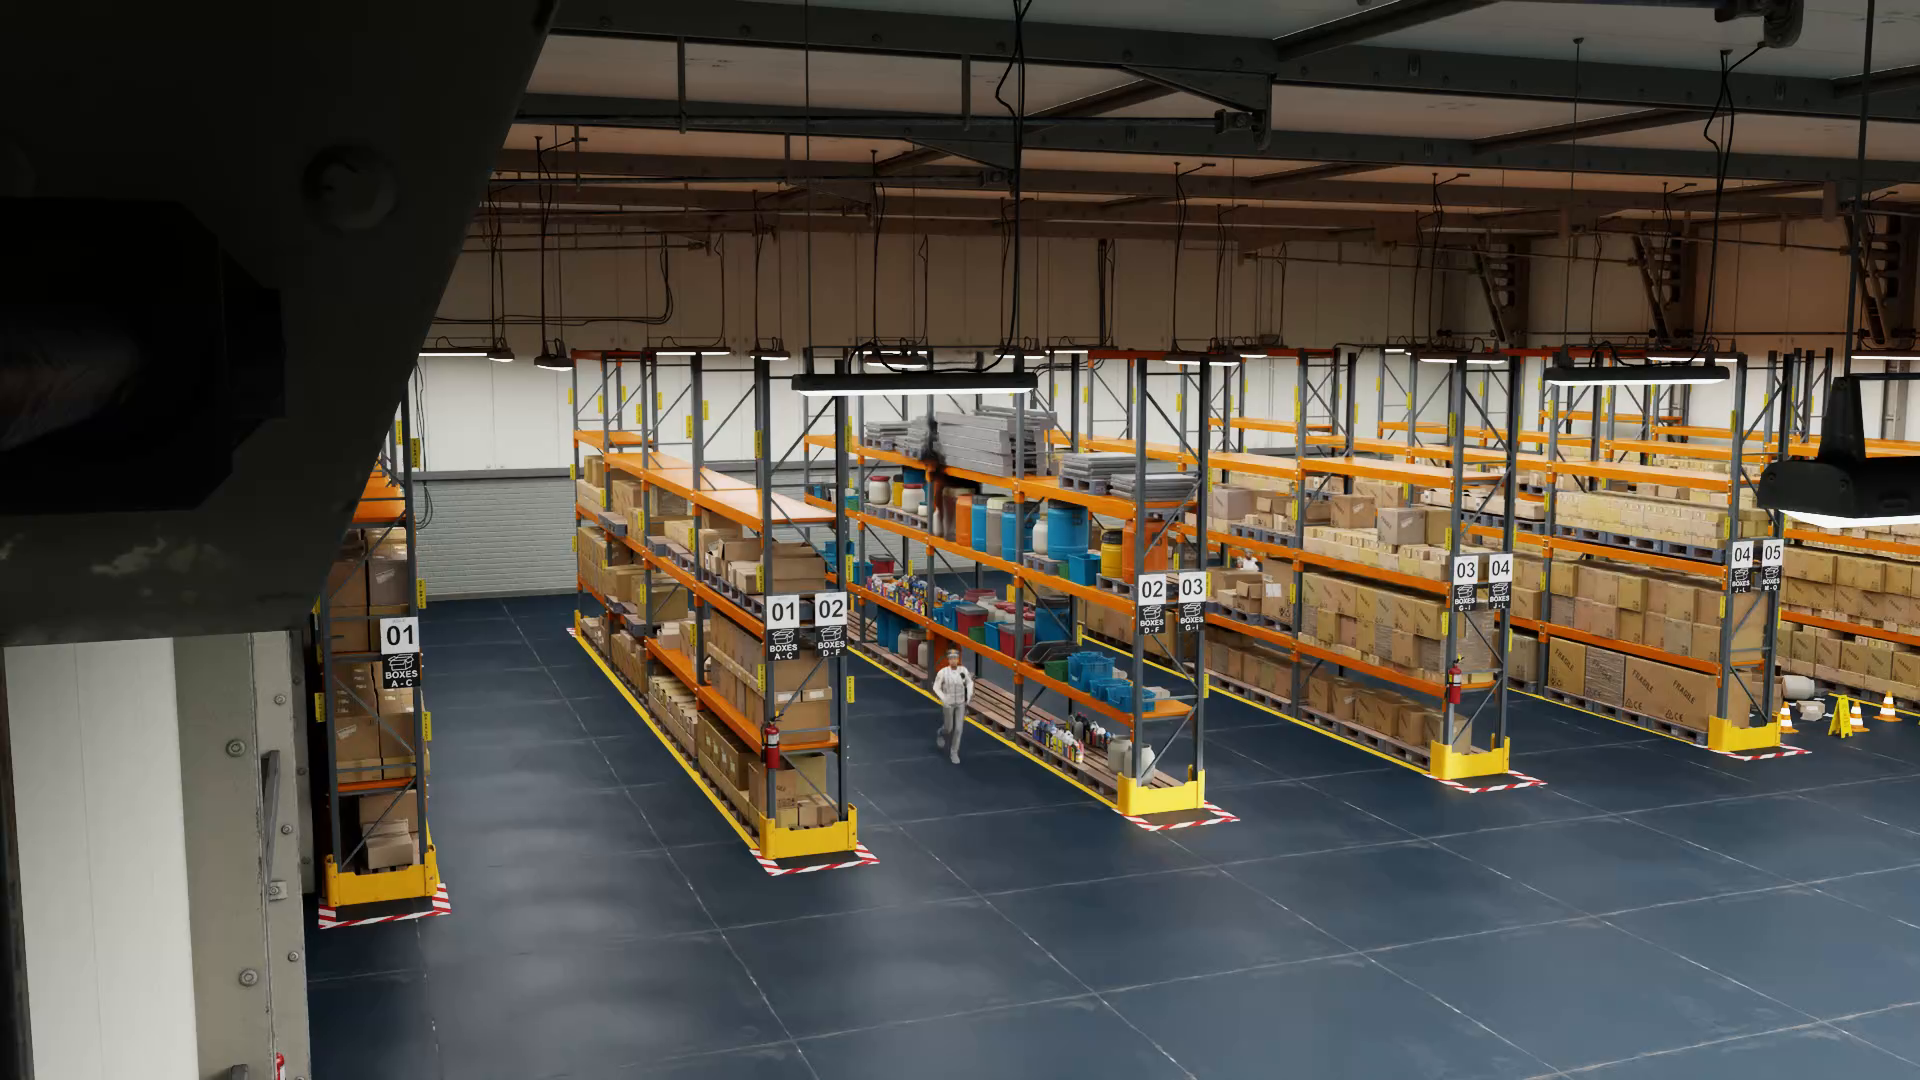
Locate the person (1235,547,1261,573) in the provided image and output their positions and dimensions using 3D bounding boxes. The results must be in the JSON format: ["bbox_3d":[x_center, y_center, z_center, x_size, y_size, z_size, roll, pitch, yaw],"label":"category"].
[{"bbox_3d":[6.235,1.012,35.840,0.668,1.815,0.897,-2,7,-15],"label":"person"}]

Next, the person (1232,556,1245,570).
[{"bbox_3d":[5.835,1.174,35.035,0.594,1.692,1.008,-3,8,-22],"label":"person"}]

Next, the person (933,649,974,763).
[{"bbox_3d":[-0.094,2.436,24.835,0.623,1.687,0.706,-1,7,-12],"label":"person"}]
